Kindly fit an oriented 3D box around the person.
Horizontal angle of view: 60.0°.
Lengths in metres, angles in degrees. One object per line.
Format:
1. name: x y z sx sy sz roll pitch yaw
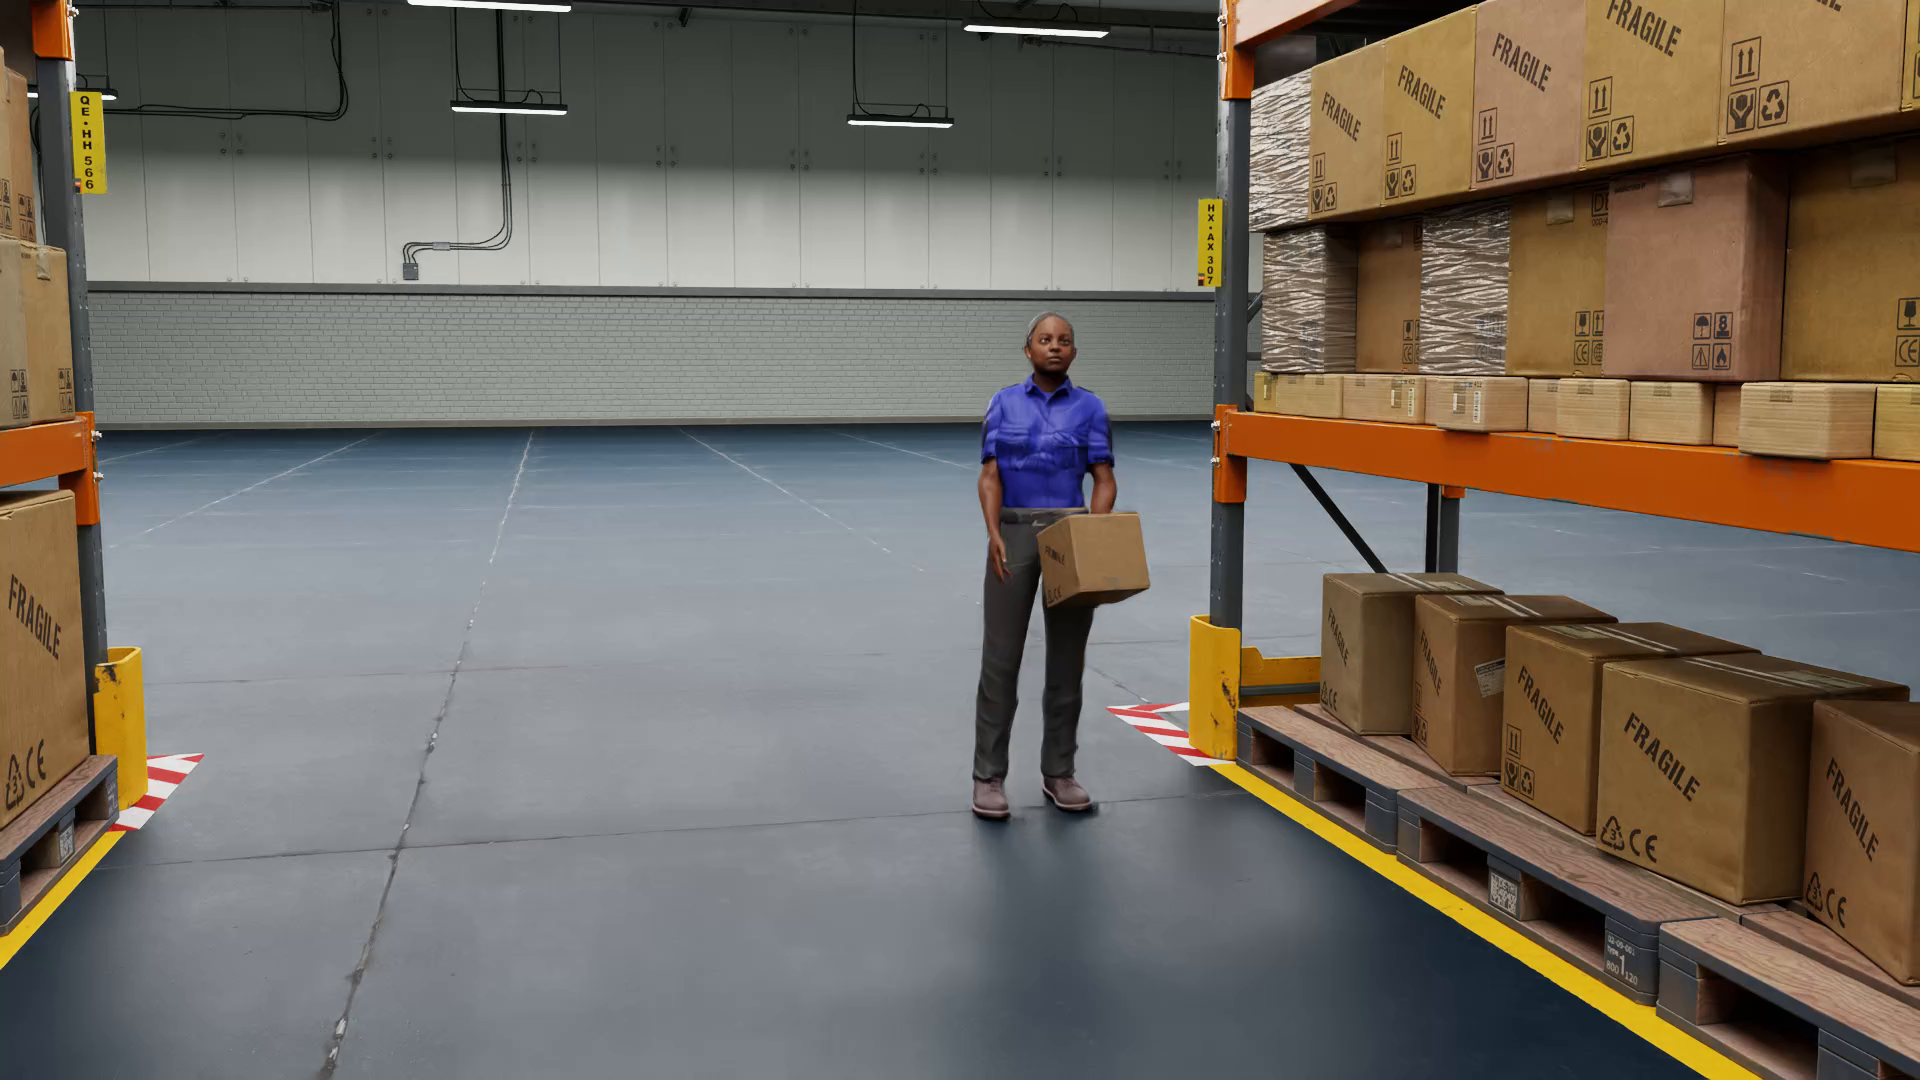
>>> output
1. person: 0.283 0.068 5.546 0.482 1.656 0.470 0 6 3
